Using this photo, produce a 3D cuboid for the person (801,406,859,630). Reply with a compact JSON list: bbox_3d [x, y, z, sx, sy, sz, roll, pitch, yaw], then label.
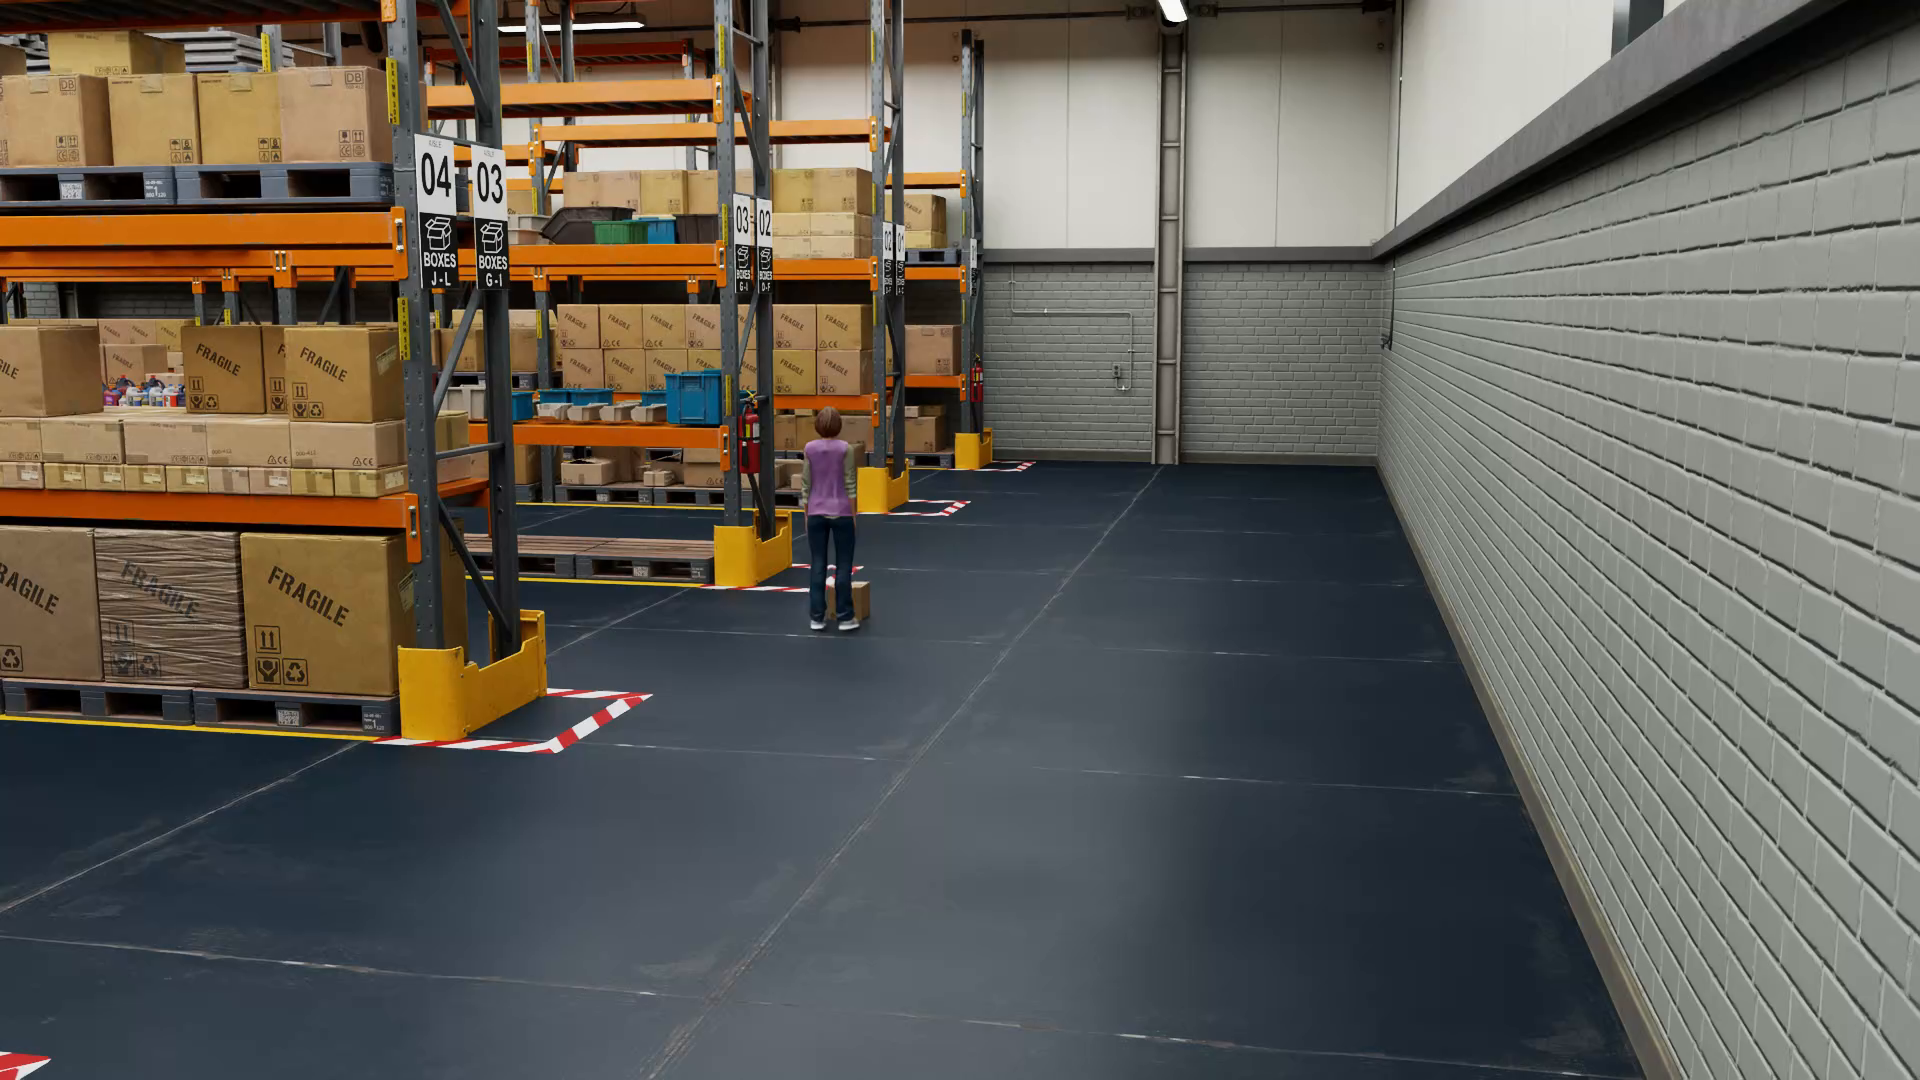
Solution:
[{"bbox_3d":[-0.931,-0.154,11.868,0.411,1.601,0.323,2,8,12],"label":"person"}]
